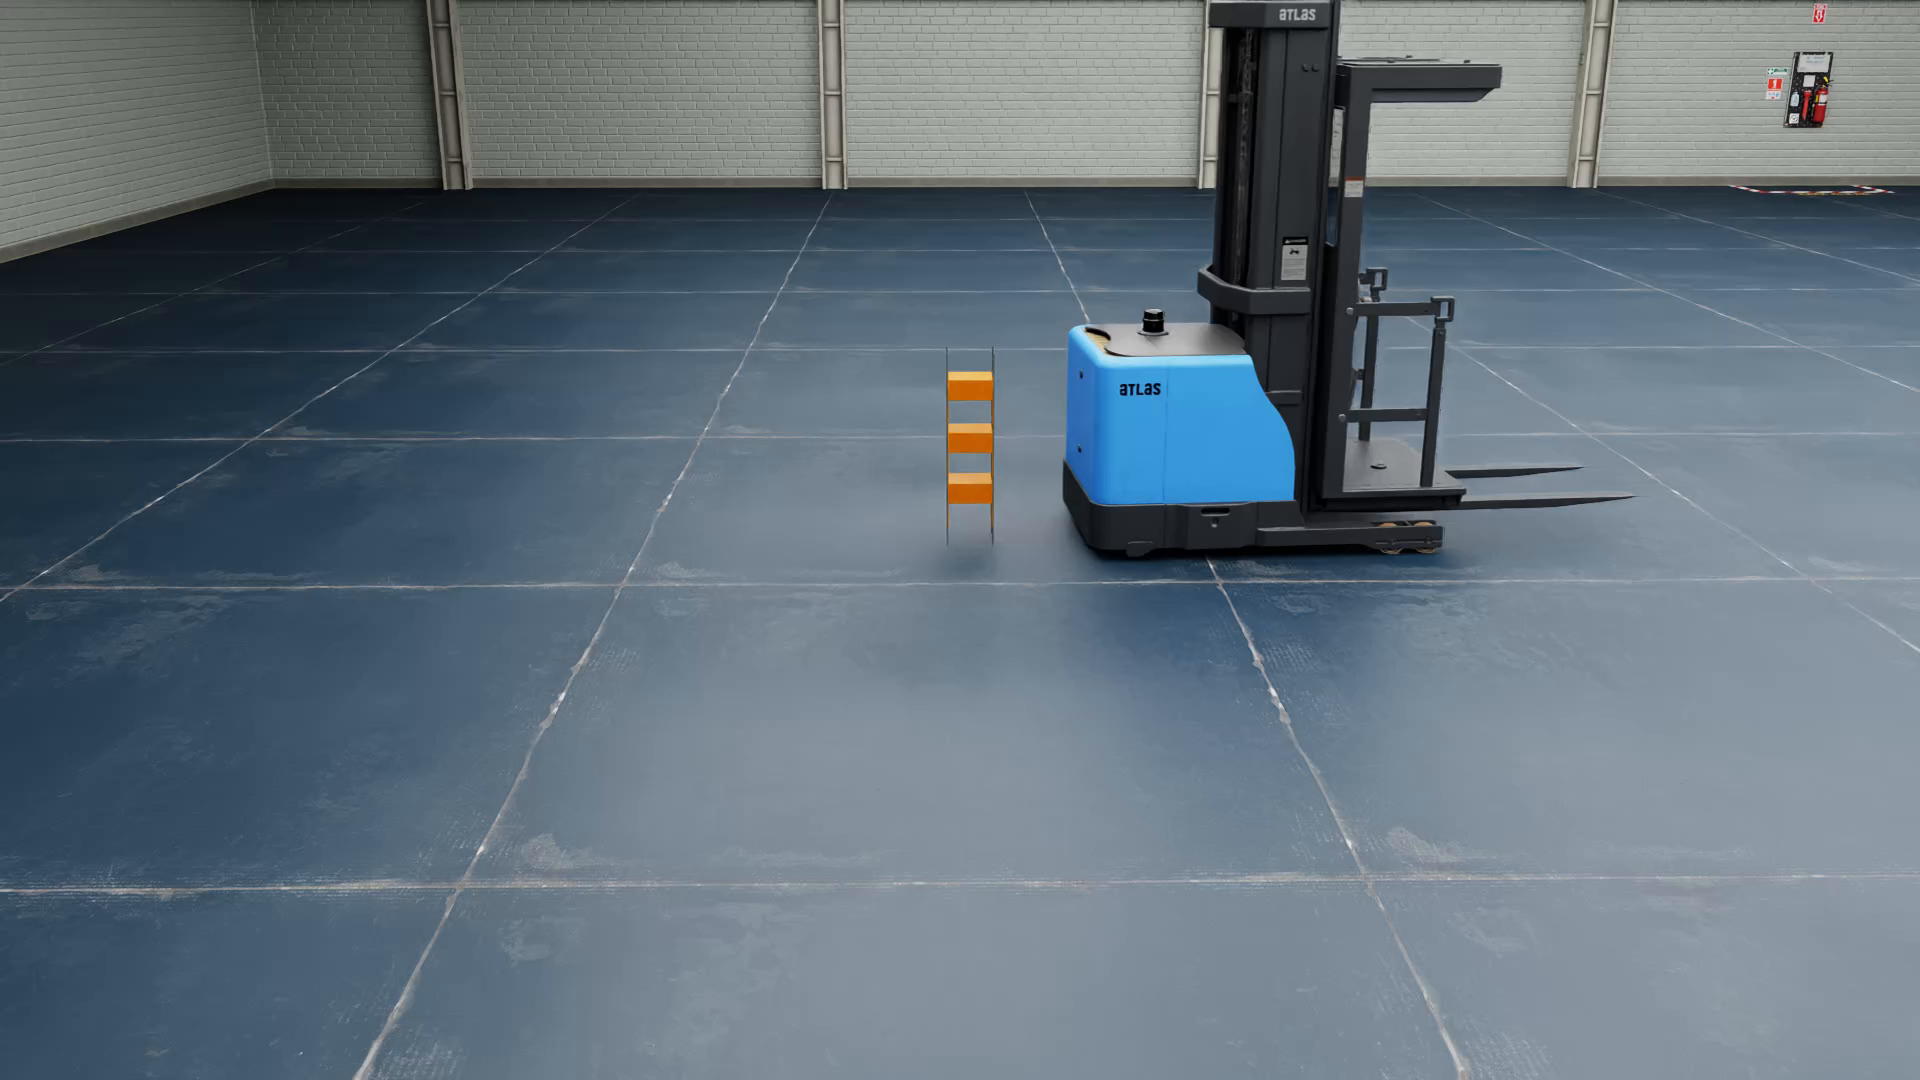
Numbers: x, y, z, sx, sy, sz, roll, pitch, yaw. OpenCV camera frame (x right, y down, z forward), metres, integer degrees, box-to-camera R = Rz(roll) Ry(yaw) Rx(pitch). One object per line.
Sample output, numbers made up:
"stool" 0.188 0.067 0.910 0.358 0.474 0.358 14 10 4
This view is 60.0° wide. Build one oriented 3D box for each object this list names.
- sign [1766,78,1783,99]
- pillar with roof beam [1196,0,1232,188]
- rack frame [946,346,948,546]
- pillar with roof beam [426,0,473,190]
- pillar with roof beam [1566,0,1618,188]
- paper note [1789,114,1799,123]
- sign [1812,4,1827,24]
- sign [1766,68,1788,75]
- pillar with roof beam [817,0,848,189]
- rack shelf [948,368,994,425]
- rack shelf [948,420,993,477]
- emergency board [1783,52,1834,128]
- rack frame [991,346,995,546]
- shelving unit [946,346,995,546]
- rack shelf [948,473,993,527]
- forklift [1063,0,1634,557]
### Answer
"sign" 12.976 -7.193 26.500 0.234 0.329 0.001 0 18 -1
"pillar with roof beam" 4.072 -8.631 21.221 0.400 9.000 9.100 0 18 -1
"rack frame" -0.068 -0.500 8.886 0.008 1.050 0.200 0 18 -1
"pillar with roof beam" -7.927 -8.573 21.041 0.400 9.000 9.100 0 18 -1
"pillar with roof beam" 10.071 -8.660 21.311 0.400 9.000 9.100 0 18 -1
"paper note" 13.352 -6.748 26.613 0.142 0.148 0.016 0 18 -1
"sign" 13.521 -8.281 26.156 0.199 0.298 0.001 0 18 -1
"sign" 12.981 -7.442 26.411 0.331 0.109 0.001 0 18 -1
"pillar with roof beam" -1.928 -8.602 21.131 0.400 9.000 9.100 0 18 -1
"rack shelf" 0.053 -0.760 8.805 0.240 0.259 0.215 0 18 -1
"rack shelf" 0.053 -0.490 8.891 0.240 0.259 0.215 0 18 -1
"emergency board" 13.531 -7.147 26.416 0.643 1.169 0.194 0 18 -1
"rack frame" 0.175 -0.501 8.890 0.008 1.050 0.200 0 18 -1
"shelving unit" 0.053 -0.500 8.888 0.252 1.050 0.215 0 18 -1
"rack shelf" 0.053 -0.225 8.976 0.240 0.259 0.215 0 18 -1
"forklift" 2.139 -1.477 8.855 3.031 2.935 1.130 -2 18 -6
